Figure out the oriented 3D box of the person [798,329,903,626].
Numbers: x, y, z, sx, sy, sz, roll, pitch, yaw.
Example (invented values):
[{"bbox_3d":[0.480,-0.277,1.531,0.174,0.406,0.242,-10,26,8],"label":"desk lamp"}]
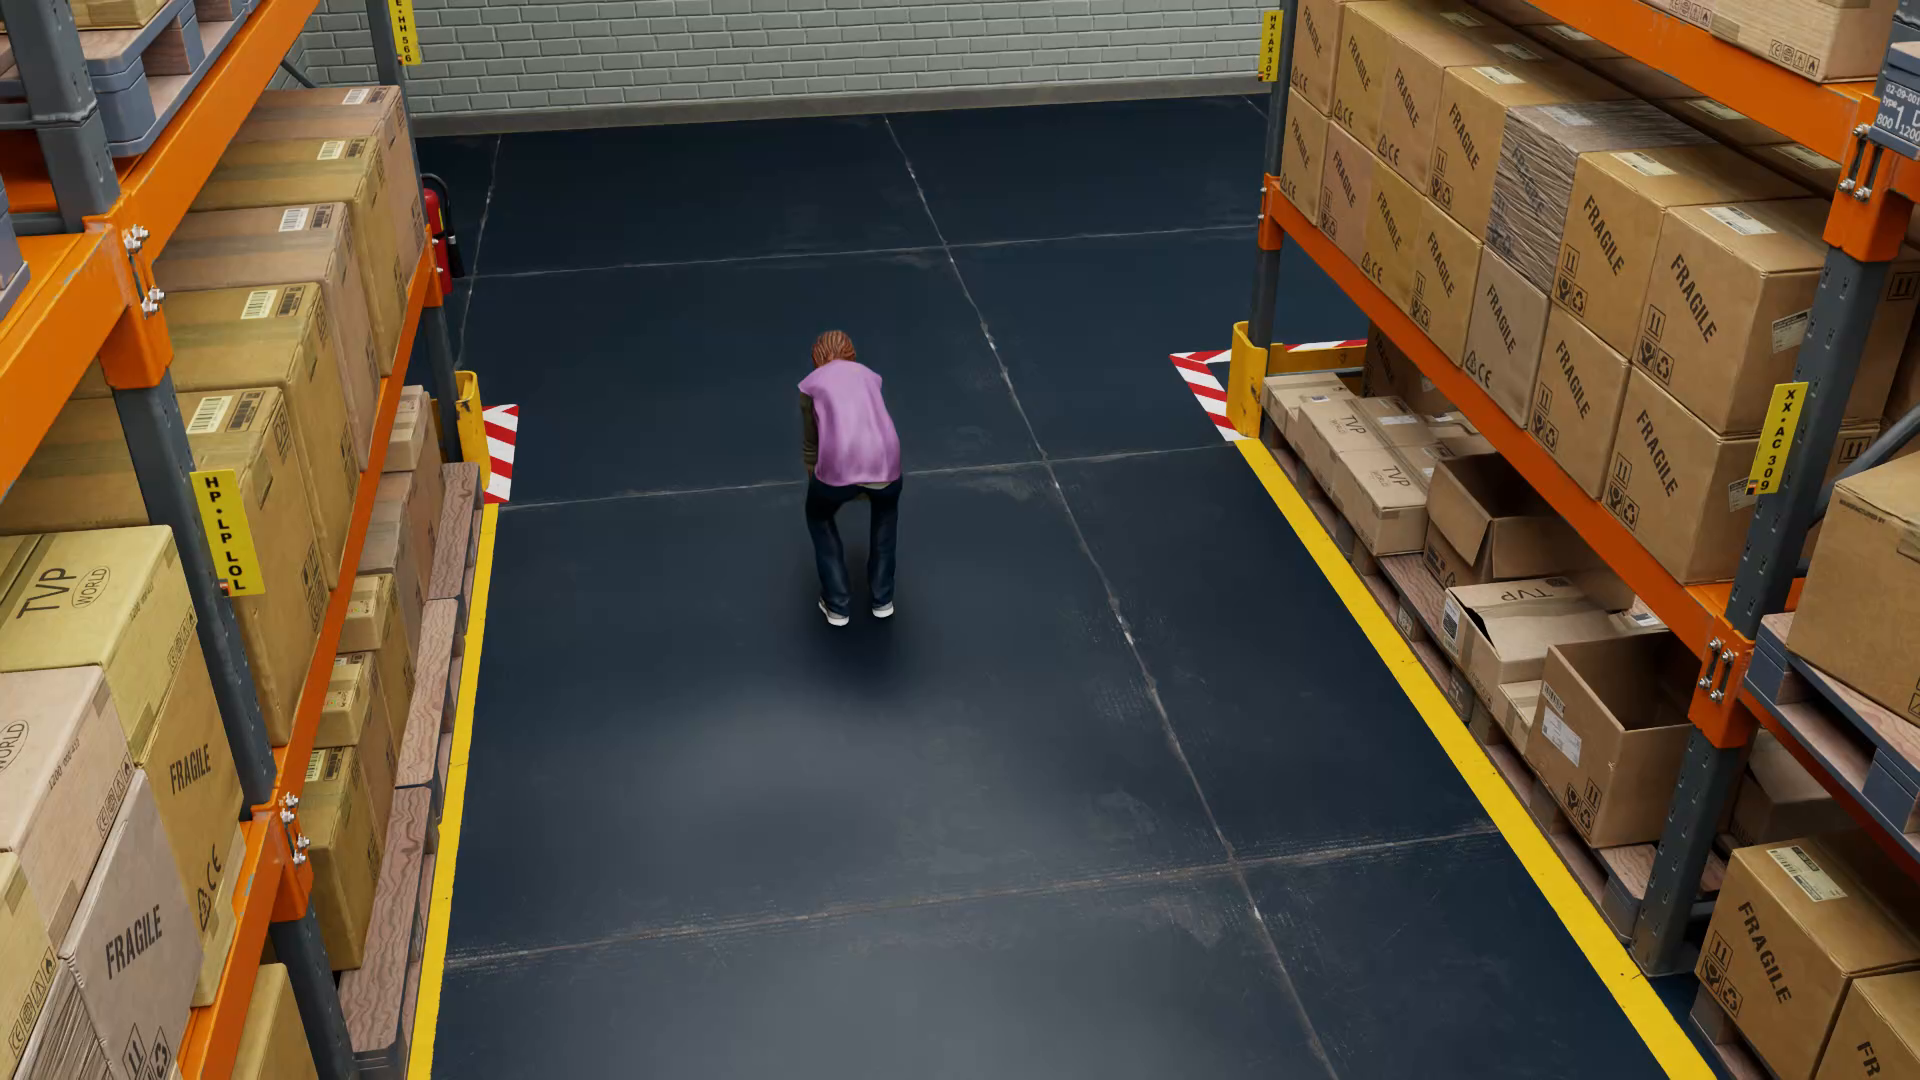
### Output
[{"bbox_3d":[-0.469,-0.249,7.039,0.402,1.099,0.846,-7,32,-11],"label":"person"}]
